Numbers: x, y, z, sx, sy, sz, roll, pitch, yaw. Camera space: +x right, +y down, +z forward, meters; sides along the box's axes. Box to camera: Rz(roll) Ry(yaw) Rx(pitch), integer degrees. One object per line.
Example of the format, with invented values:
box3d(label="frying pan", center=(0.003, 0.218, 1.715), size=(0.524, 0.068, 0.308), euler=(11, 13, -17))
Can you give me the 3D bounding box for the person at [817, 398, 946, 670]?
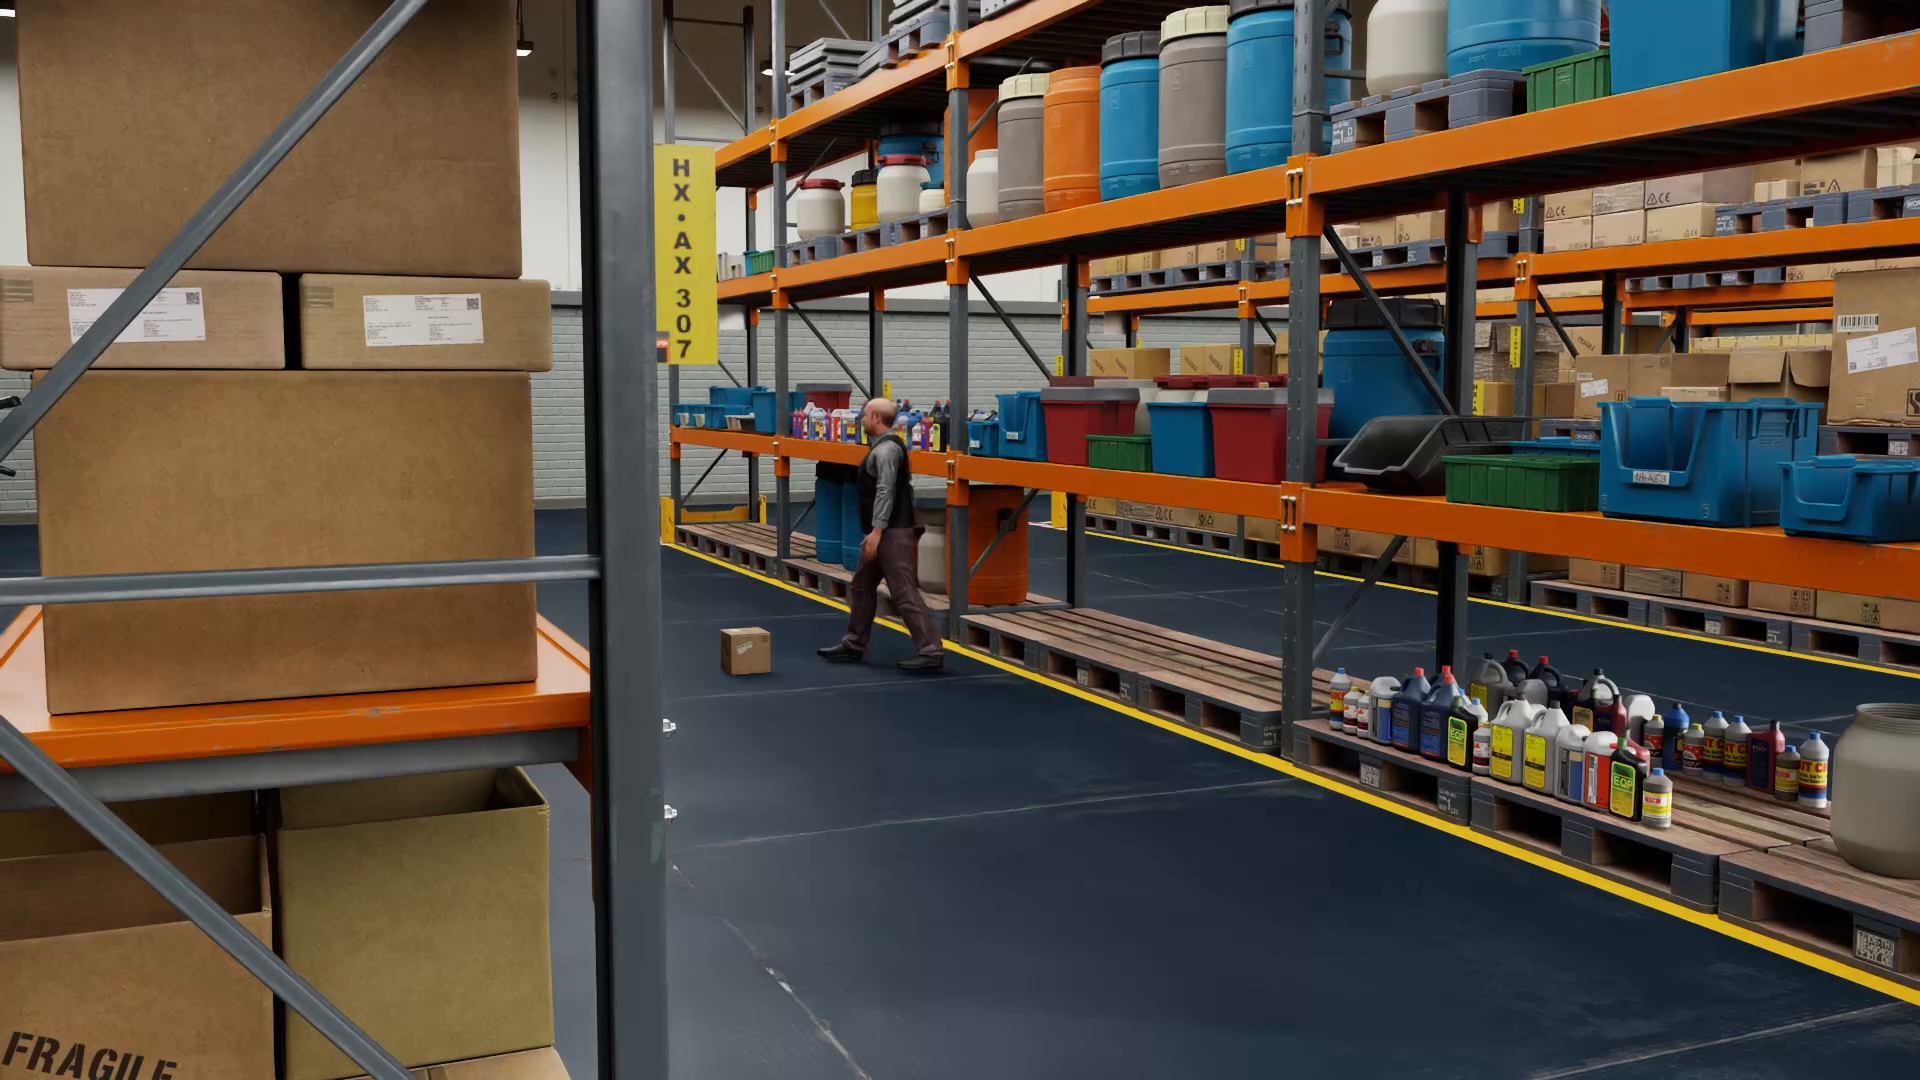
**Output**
box3d(label="person", center=(-0.503, -0.047, 10.432), size=(0.801, 1.688, 0.654), euler=(0, 5, -5))
